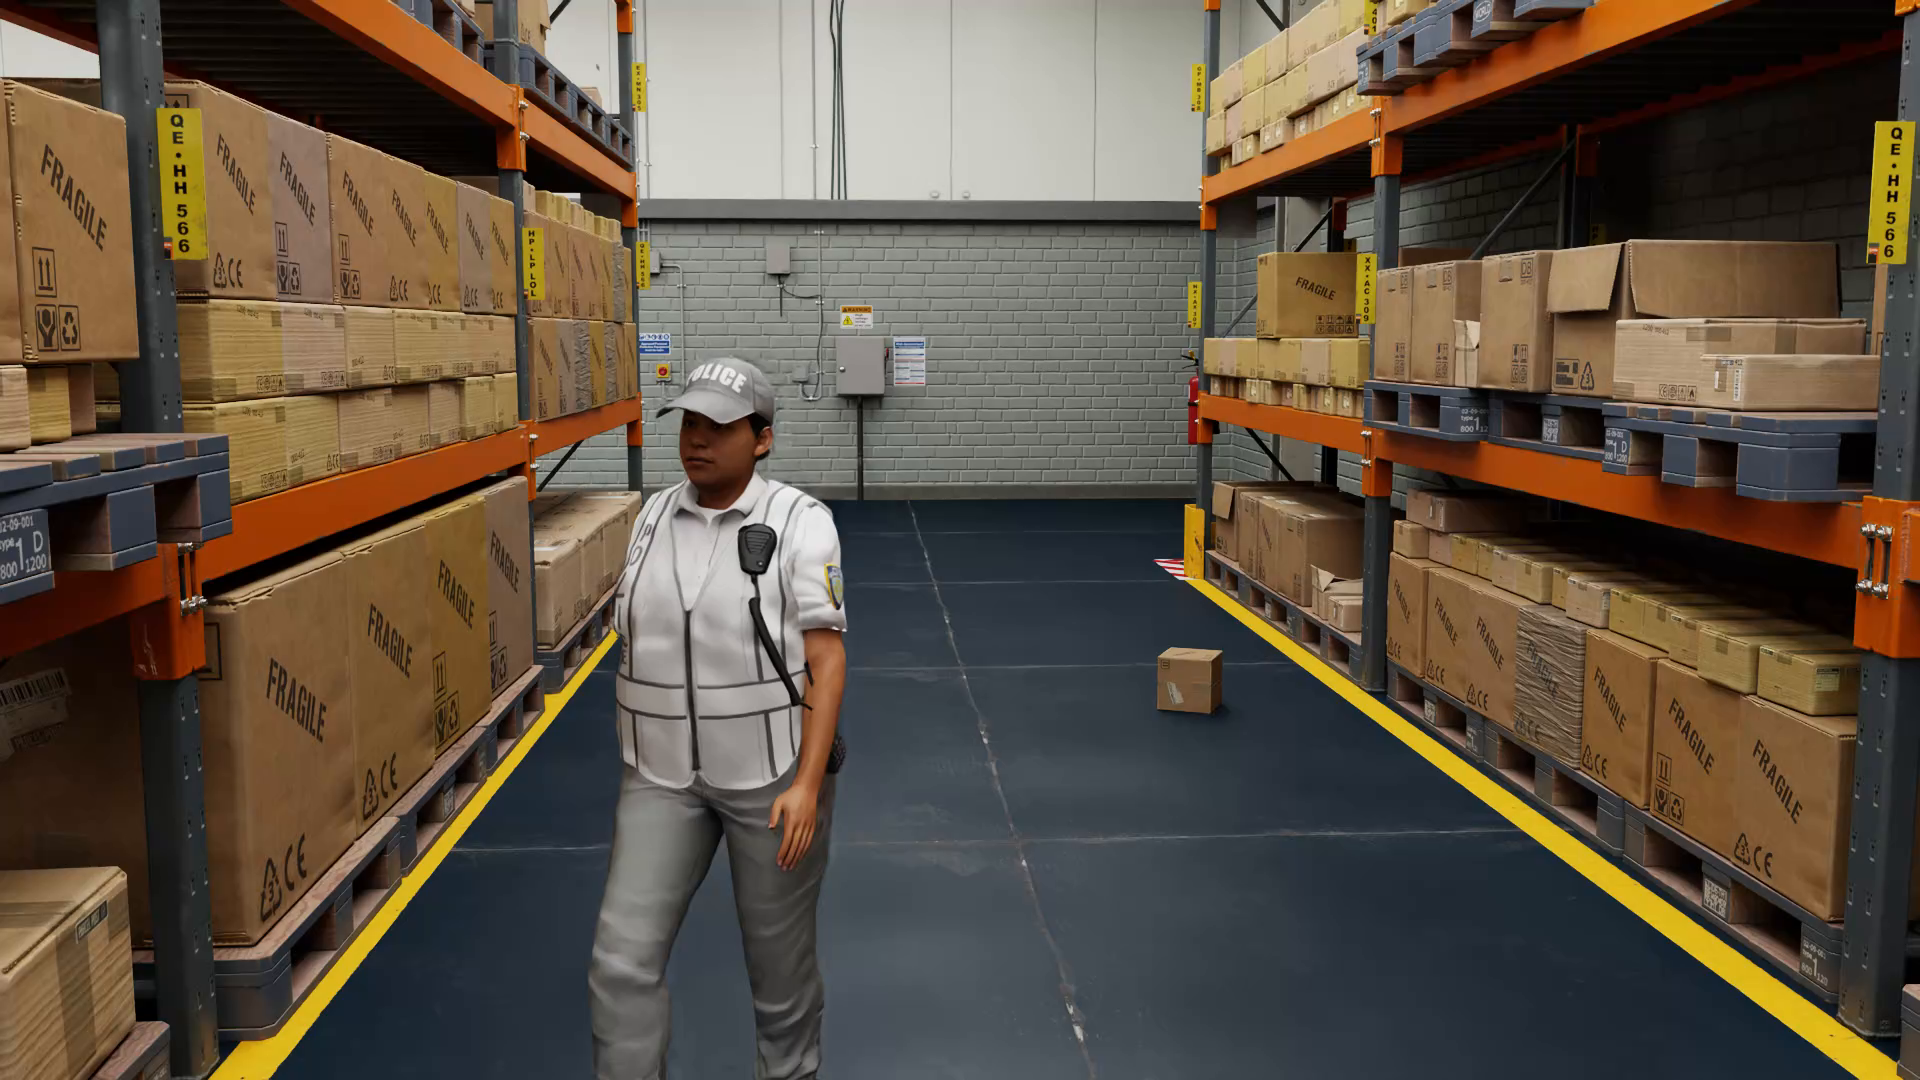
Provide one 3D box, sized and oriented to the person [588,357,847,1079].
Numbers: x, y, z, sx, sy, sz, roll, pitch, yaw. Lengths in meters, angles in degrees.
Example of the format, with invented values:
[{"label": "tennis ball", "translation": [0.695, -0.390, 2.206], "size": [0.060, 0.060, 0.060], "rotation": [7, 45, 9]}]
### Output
[{"label": "person", "translation": [-0.465, 0.506, 3.203], "size": [0.486, 1.704, 0.709], "rotation": [1, 7, 11]}]
